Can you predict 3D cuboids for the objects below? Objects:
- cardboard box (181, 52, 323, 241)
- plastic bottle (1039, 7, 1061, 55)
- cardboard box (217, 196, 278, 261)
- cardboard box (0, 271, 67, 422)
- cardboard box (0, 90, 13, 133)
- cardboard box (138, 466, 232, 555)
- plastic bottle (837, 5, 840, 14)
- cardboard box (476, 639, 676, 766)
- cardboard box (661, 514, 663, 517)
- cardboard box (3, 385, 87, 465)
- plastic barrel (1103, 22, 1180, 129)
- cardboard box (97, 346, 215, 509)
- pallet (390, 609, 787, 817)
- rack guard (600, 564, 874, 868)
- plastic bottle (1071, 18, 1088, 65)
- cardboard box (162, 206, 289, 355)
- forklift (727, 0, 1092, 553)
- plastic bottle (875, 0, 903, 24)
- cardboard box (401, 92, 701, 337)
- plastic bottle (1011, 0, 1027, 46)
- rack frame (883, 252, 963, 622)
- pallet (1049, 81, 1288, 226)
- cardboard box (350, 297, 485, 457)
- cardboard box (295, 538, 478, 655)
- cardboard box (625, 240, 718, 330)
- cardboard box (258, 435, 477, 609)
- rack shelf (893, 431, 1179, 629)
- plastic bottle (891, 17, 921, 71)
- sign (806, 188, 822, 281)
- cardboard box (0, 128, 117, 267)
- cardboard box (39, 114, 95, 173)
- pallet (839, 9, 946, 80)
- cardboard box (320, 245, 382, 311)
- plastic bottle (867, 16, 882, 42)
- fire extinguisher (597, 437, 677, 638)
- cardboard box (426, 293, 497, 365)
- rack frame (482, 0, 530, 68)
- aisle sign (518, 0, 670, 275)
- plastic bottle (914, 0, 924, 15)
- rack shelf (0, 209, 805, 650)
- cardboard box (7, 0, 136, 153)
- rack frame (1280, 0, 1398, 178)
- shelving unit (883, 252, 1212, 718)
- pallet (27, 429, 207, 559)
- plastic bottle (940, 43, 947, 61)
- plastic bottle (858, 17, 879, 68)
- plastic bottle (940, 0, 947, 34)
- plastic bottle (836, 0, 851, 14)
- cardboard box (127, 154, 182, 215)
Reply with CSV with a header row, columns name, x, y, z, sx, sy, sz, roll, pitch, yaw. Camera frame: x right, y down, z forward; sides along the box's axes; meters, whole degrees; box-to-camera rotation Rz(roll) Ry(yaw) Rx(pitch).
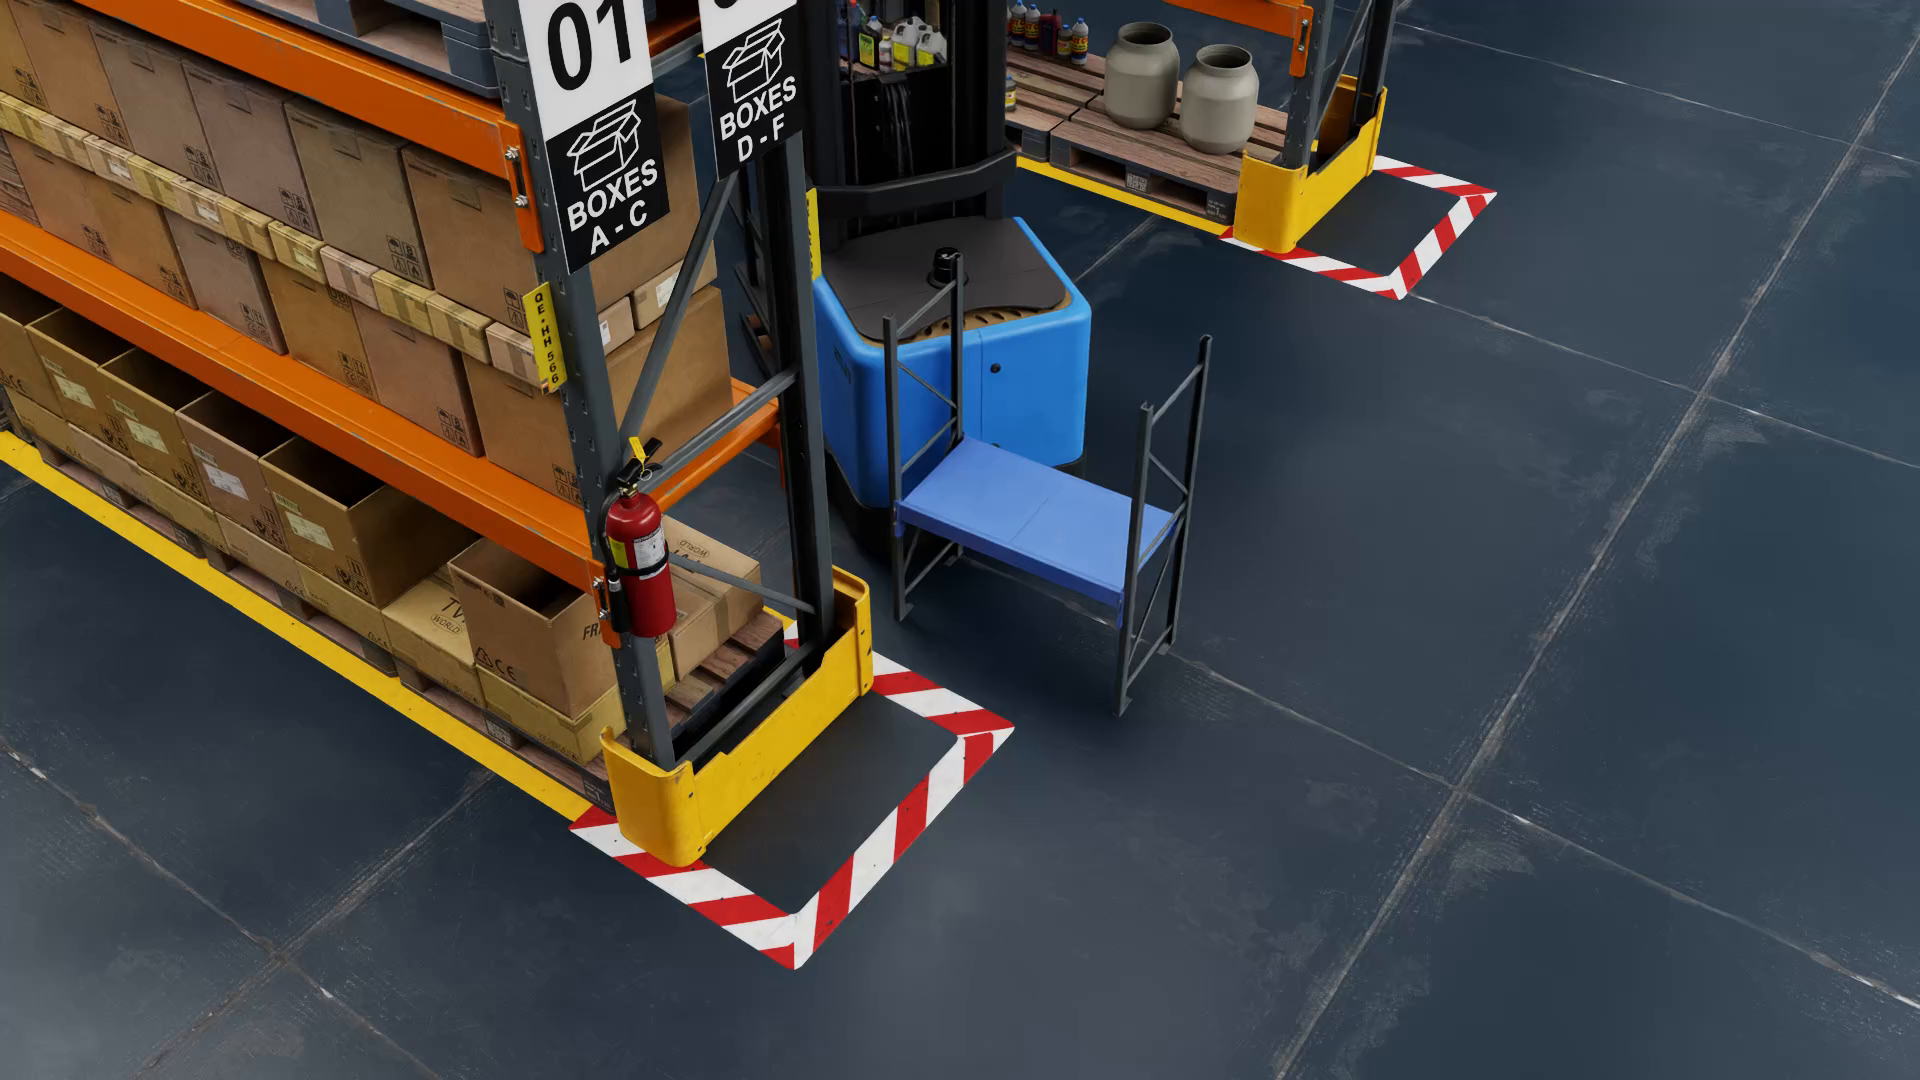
name,x,y,z,sx,sy,sz,roll,pitch,yaw
cardboard box,-2.079,-1.441,5.563,0.500,0.500,0.700,25,48,25
plastic bottle,0.553,-3.139,10.216,0.133,0.283,0.061,26,48,26
cardboard box,-2.297,-1.140,5.713,0.250,0.149,0.380,26,48,26
cardboard box,-3.889,-0.918,7.211,0.500,0.500,0.500,25,48,25
cardboard box,-3.562,-1.732,6.374,0.250,0.149,0.380,24,47,24
cardboard box,-3.070,-0.255,7.033,0.500,0.250,0.500,25,48,25
plastic bottle,-0.819,-3.199,10.232,0.185,0.351,0.144,26,48,26
cardboard box,-1.422,0.501,6.188,0.500,0.250,0.500,25,48,25
cardboard box,-1.536,0.028,6.716,0.500,0.250,0.500,25,48,25
cardboard box,-3.883,-0.644,7.467,0.500,0.250,0.500,25,48,25
plastic barrel,1.041,-2.658,9.522,0.421,0.512,0.421,0,42,0
cardboard box,-3.070,-0.535,6.783,0.500,0.500,0.500,25,48,25
pallet,-1.464,0.446,6.594,1.213,0.211,1.003,25,48,25
rack guard,-0.794,0.617,6.185,0.348,0.500,1.175,25,48,25
plastic bottle,0.728,-3.038,10.112,0.097,0.271,0.097,0,42,0
cardboard box,-2.457,-1.138,6.197,0.500,0.500,0.700,27,48,27
forklift,-0.451,-2.029,7.319,1.130,2.935,3.031,-14,44,-15
plastic bottle,-0.456,-3.454,10.573,0.135,0.276,0.152,25,48,25
cardboard box,-1.232,-1.050,5.126,0.500,0.500,0.700,25,48,25
plastic bottle,0.366,-3.207,10.301,0.097,0.271,0.097,0,42,0
rack frame,-0.131,-0.366,6.534,0.032,1.500,0.500,22,46,23
pallet,1.282,-2.305,9.667,1.213,0.211,1.003,25,48,25
cardboard box,-1.621,-0.745,5.758,0.500,0.500,0.700,26,48,26
cardboard box,-2.249,0.125,6.608,0.500,0.250,0.500,25,48,25
cardboard box,-1.011,-0.870,5.412,0.250,0.149,0.380,25,47,25
cardboard box,-2.251,-0.153,6.356,0.500,0.500,0.500,25,48,25
rack shelf,0.303,-0.055,6.457,1.000,0.185,0.538,22,46,23
plastic bottle,-0.316,-2.964,9.970,0.185,0.351,0.144,25,47,25
sign,-0.490,-0.976,5.383,0.005,0.325,0.100,25,48,25
cardboard box,-3.286,-1.528,6.633,0.500,0.500,0.700,25,47,25
cardboard box,-3.143,-1.535,6.155,0.250,0.149,0.380,24,47,24
pallet,-0.715,-3.239,10.711,1.213,0.211,1.003,25,48,25
cardboard box,-1.865,-0.940,5.489,0.250,0.149,0.380,26,48,26
plastic bottle,-0.522,-3.061,10.138,0.097,0.271,0.097,0,42,0
fire extinguisher,-0.983,0.004,5.054,0.183,0.674,0.296,25,48,25
cardboard box,-1.451,-0.744,5.271,0.250,0.149,0.380,26,48,26
rack frame,-0.814,-2.559,3.362,0.127,3.000,1.000,25,48,25
aisle sign,-0.928,-1.107,4.288,0.004,0.787,0.394,25,48,25
plastic bottle,-0.234,-3.507,10.627,0.133,0.283,0.061,28,49,28
rack shelf,-2.451,-0.821,6.458,4.000,0.370,1.077,25,48,25
cardboard box,-2.897,-1.825,5.992,0.500,0.500,0.700,25,48,25
rack frame,2.034,-3.026,8.383,0.127,3.000,1.000,25,48,25
shelving unit,0.303,-0.189,6.337,1.048,1.500,0.538,22,46,23
pallet,-3.461,-0.489,7.638,1.213,0.211,1.003,25,48,25
plastic bottle,-0.026,-2.804,9.847,0.135,0.276,0.152,24,47,24
plastic bottle,-0.553,-3.016,10.078,0.133,0.283,0.061,27,48,27
plastic bottle,-0.057,-3.301,10.396,0.133,0.283,0.061,25,48,25
plastic bottle,-0.736,-3.278,10.320,0.185,0.351,0.144,25,48,25
cardboard box,-2.709,-1.334,5.930,0.250,0.149,0.380,25,47,25
